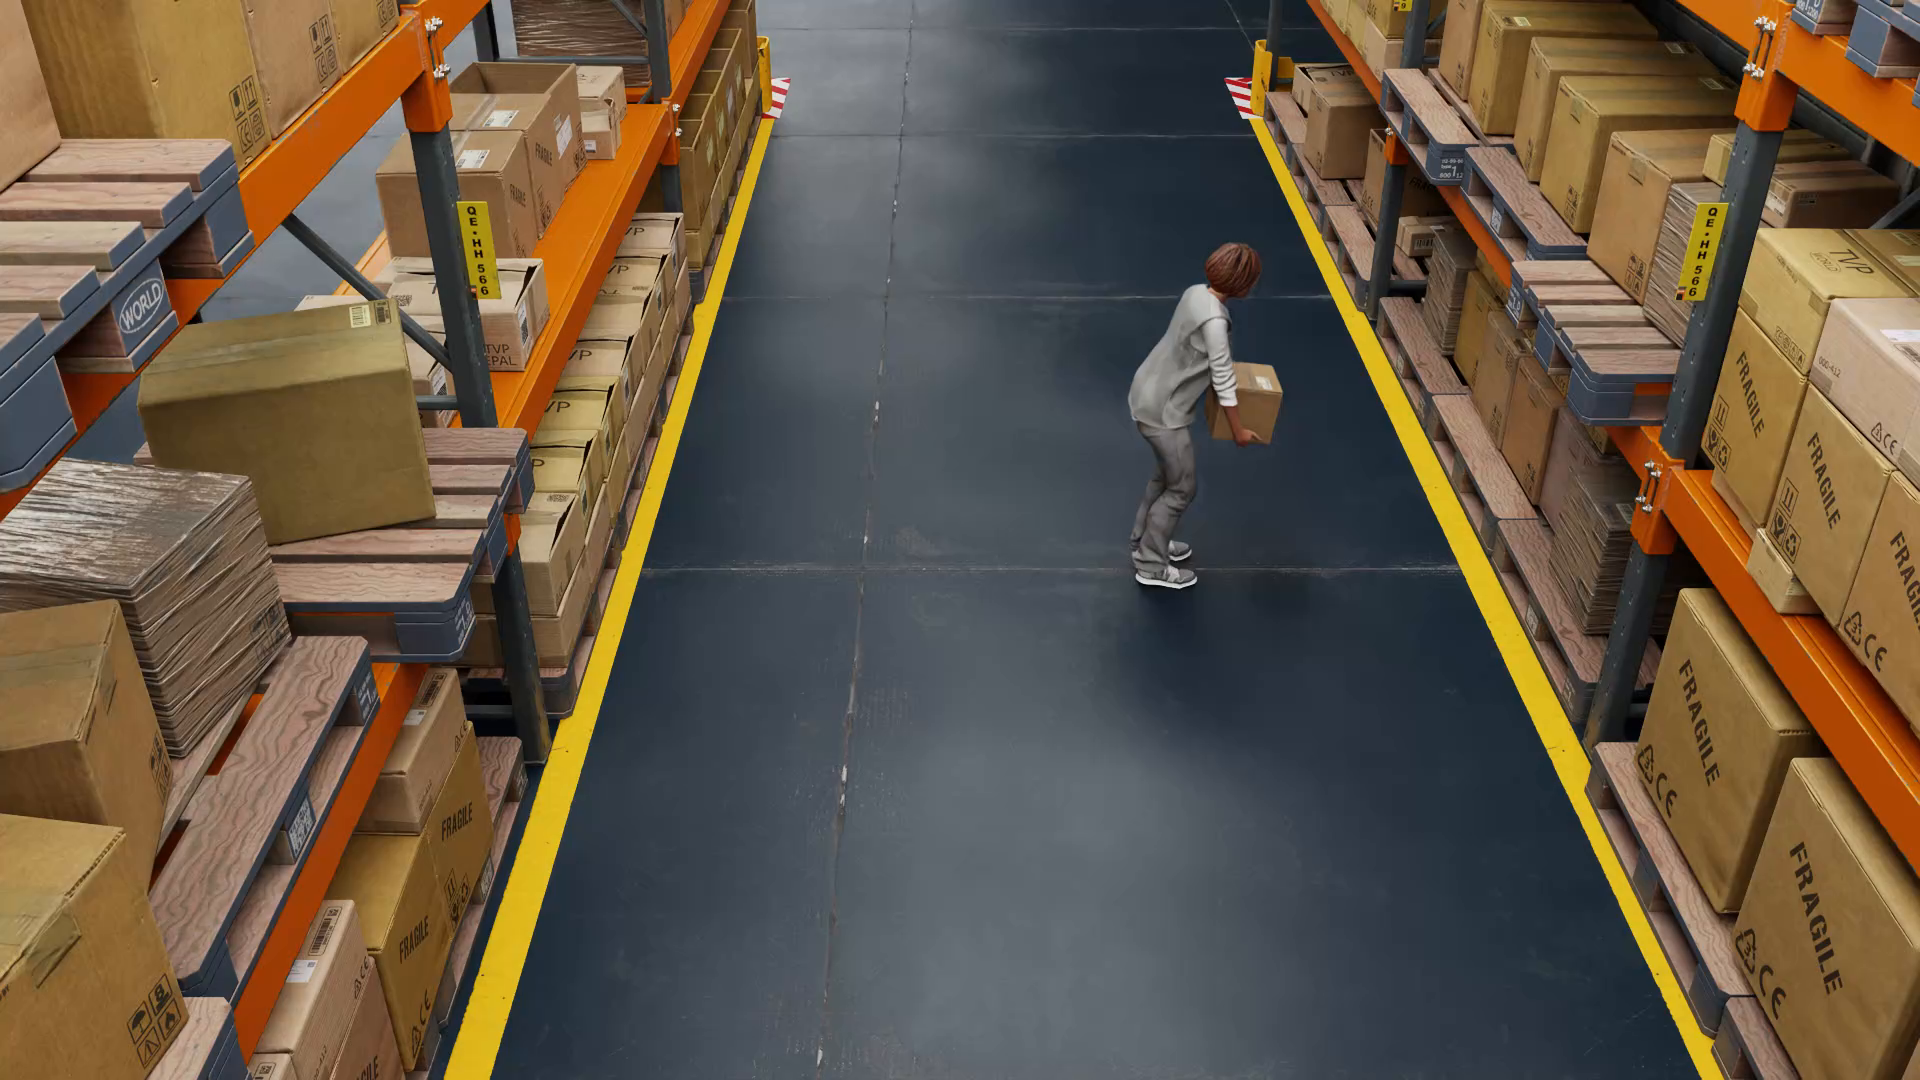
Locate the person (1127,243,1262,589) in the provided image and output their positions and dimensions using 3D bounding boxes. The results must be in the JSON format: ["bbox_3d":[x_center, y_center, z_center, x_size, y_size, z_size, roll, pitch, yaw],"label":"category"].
[{"bbox_3d":[0.981,-0.521,7.035,0.547,1.545,0.374,-1,32,-1],"label":"person"}]
